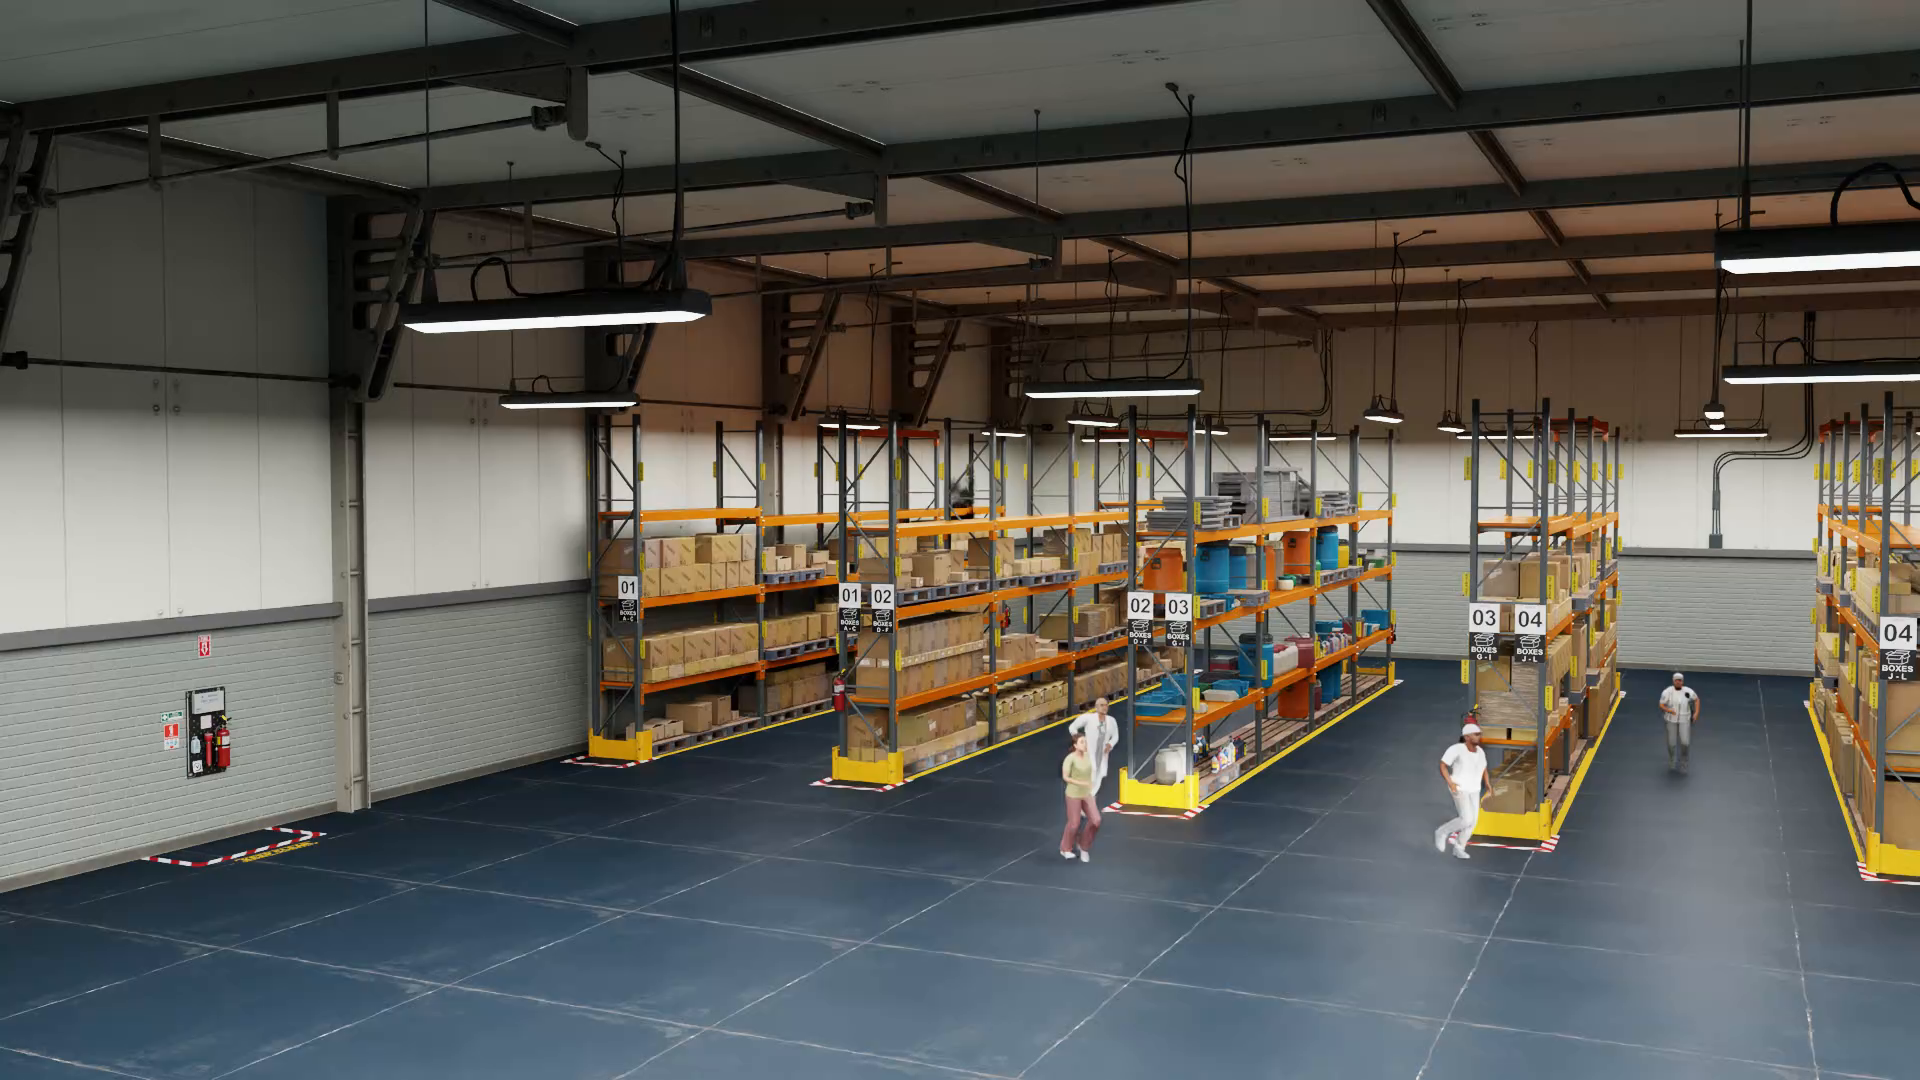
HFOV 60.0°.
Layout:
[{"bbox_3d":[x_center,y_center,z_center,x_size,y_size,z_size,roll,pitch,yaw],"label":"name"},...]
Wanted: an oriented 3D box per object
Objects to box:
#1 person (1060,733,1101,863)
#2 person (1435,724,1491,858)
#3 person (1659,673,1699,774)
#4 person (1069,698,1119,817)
[{"bbox_3d":[1.541,3.304,21.285,0.594,1.688,0.664,-2,3,-36],"label":"person"},{"bbox_3d":[6.602,3.251,21.685,0.715,1.715,0.570,-1,3,-29],"label":"person"},{"bbox_3d":[11.946,3.057,27.624,0.622,1.705,0.689,1,3,21],"label":"person"},{"bbox_3d":[1.976,3.147,24.073,0.703,1.722,0.582,-1,3,-21],"label":"person"}]
